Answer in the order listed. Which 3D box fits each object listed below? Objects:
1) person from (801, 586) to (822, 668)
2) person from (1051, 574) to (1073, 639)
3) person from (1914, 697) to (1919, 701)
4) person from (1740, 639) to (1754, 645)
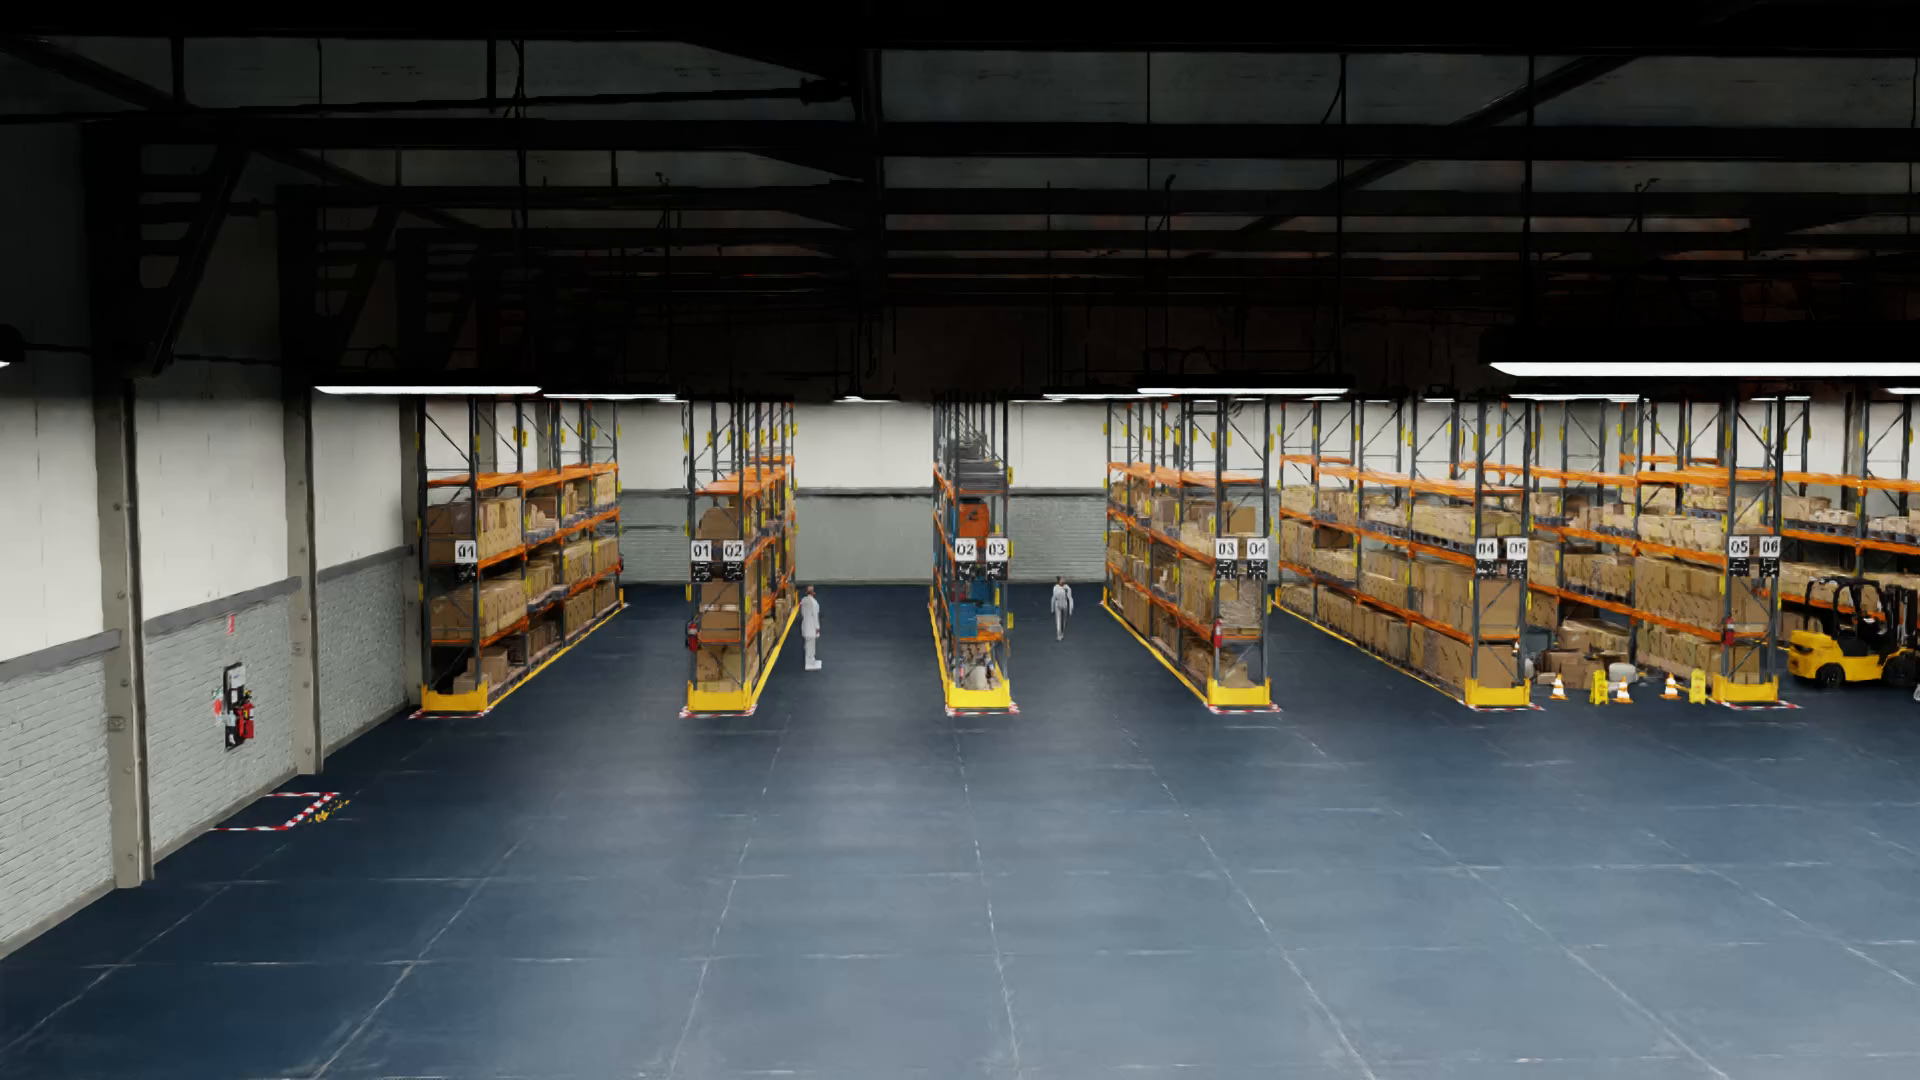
[{"bbox_3d":[-3.205,1.872,36.126,0.515,1.785,0.638,-3,6,-33],"label":"person"},{"bbox_3d":[2.472,1.596,40.294,0.502,1.573,0.797,0,5,-3],"label":"person"},{"bbox_3d":[18.567,2.335,31.545,0.444,1.604,1.016,-1,5,-10],"label":"person"},{"bbox_3d":[17.560,1.878,37.240,0.527,1.592,0.522,2,5,27],"label":"person"}]
